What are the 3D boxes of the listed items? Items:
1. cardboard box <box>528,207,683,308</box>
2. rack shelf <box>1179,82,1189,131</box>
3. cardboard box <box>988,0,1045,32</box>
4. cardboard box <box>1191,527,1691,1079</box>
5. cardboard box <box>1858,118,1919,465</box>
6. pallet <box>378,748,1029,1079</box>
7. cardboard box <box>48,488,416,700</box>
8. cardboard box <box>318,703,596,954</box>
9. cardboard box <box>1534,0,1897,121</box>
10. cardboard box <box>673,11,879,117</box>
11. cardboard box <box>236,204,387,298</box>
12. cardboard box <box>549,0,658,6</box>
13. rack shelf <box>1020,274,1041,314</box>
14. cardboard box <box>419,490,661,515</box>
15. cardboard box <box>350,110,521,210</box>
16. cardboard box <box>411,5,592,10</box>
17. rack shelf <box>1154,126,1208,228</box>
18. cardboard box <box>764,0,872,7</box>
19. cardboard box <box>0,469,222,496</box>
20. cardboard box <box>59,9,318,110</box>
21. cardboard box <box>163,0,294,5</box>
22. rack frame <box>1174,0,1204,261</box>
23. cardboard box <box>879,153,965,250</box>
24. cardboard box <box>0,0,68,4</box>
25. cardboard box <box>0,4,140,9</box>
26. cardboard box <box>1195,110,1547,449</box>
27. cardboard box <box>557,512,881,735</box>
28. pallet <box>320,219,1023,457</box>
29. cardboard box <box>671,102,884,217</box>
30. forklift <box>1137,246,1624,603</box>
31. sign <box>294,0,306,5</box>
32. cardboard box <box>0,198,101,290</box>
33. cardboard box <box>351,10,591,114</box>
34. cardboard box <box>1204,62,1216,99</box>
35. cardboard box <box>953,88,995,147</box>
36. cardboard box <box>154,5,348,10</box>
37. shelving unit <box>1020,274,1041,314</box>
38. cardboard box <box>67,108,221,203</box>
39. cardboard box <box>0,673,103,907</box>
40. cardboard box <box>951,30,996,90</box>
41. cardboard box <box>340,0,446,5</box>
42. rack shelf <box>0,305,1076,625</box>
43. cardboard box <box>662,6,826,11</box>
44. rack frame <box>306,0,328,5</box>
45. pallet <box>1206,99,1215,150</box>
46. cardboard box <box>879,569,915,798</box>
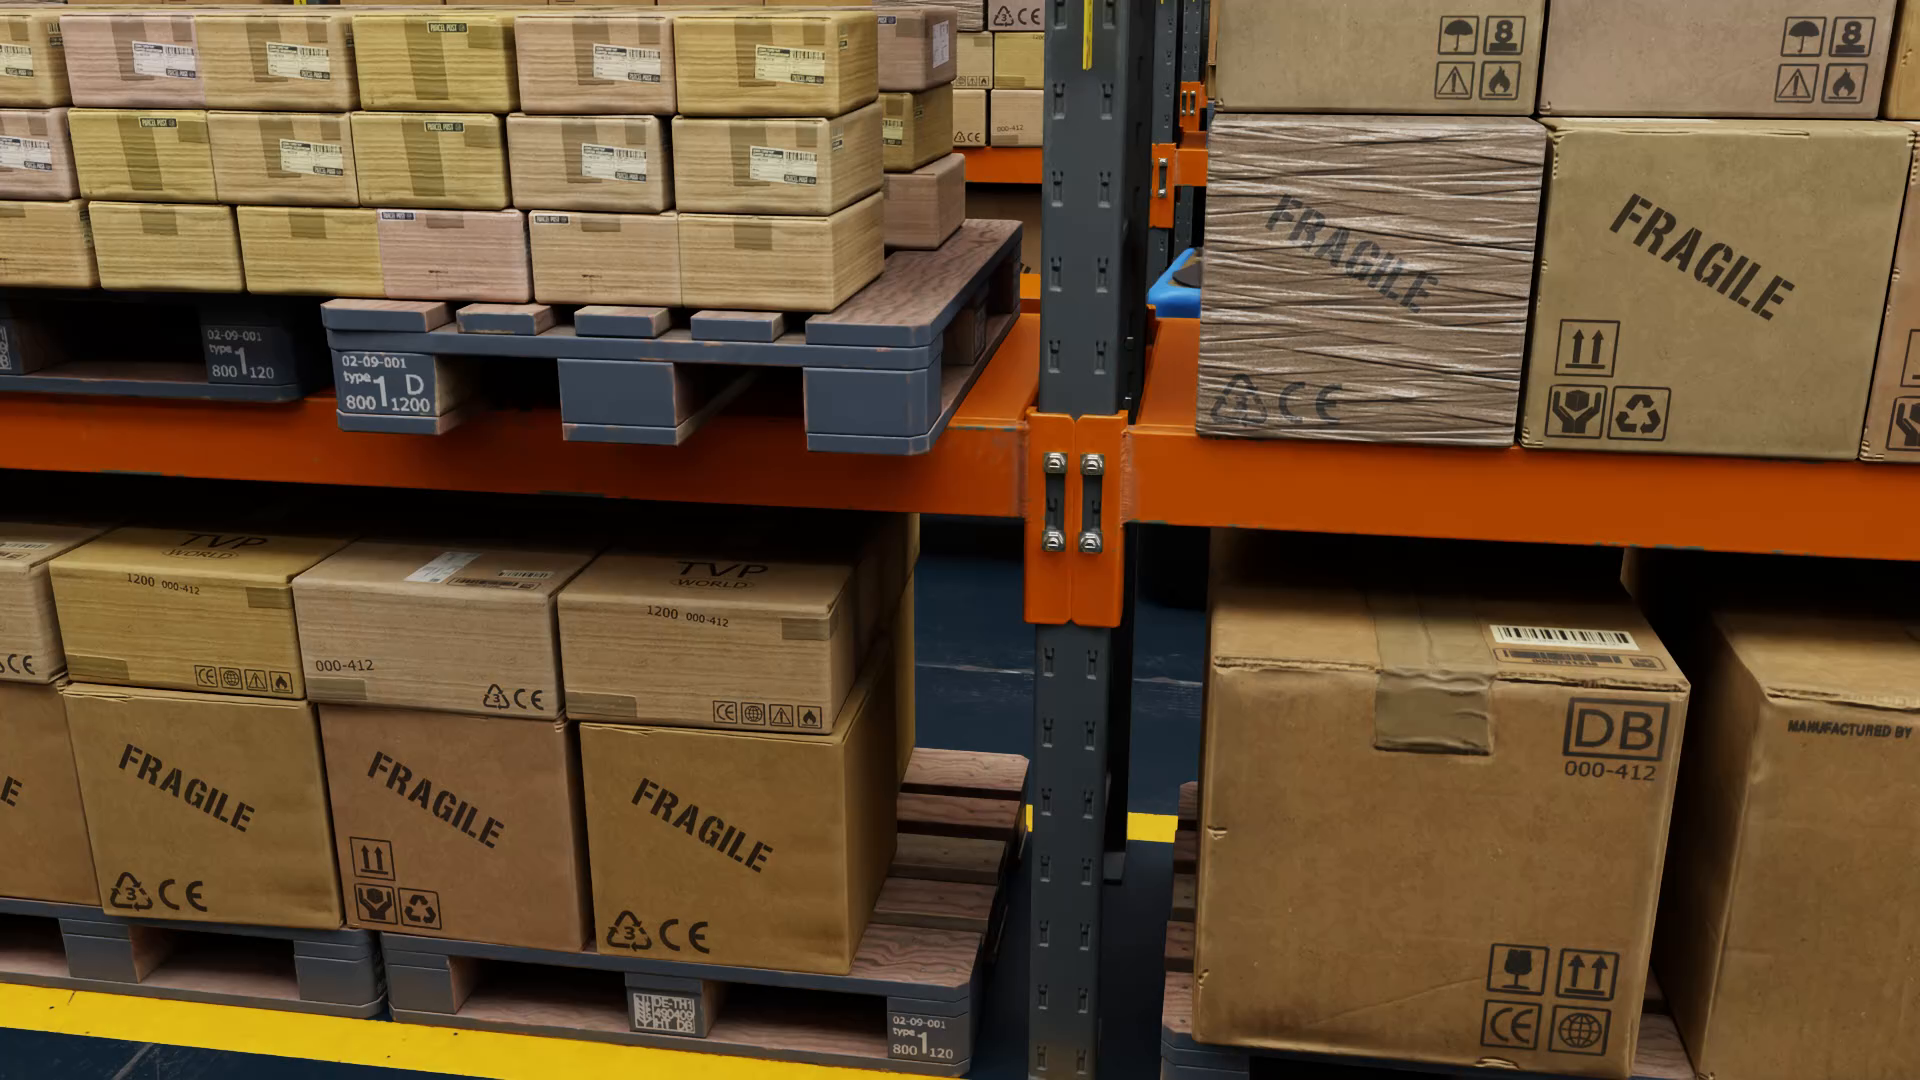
[{"bbox_3d":[-0.534,-0.504,2.817,0.250,0.149,0.380,3,19,9],"label":"cardboard box"},{"bbox_3d":[-0.235,-3.401,12.874,4.000,0.370,1.077,3,19,9],"label":"rack shelf"},{"bbox_3d":[0.404,-2.552,7.469,0.500,0.500,0.500,2,19,7],"label":"cardboard box"},{"bbox_3d":[0.858,0.396,3.275,0.750,0.750,1.050,3,19,8],"label":"cardboard box"},{"bbox_3d":[1.672,-0.420,2.675,0.500,0.500,0.500,3,19,9],"label":"cardboard box"},{"bbox_3d":[-0.501,0.752,3.722,1.213,0.211,1.003,3,19,9],"label":"pallet"},{"bbox_3d":[-1.446,0.096,3.386,0.500,0.250,0.500,3,19,10],"label":"cardboard box"},{"bbox_3d":[-0.932,0.477,3.427,0.500,0.500,0.500,4,19,11],"label":"cardboard box"},{"bbox_3d":[1.212,-1.001,2.835,0.500,0.500,0.700,3,19,8],"label":"cardboard box"},{"bbox_3d":[-0.286,-0.774,2.684,0.250,0.149,0.380,2,19,6],"label":"cardboard box"},{"bbox_3d":[-1.034,-0.531,2.896,0.250,0.149,0.380,3,19,8],"label":"cardboard box"},{"bbox_3d":[-1.603,-2.654,7.774,0.500,0.500,0.500,2,19,7],"label":"cardboard box"},{"bbox_3d":[-0.007,-0.811,6.033,1.000,0.278,0.538,3,19,9],"label":"rack shelf"},{"bbox_3d":[-0.872,-0.036,3.778,0.500,0.250,0.500,3,19,8],"label":"cardboard box"},{"bbox_3d":[-0.813,-0.659,2.810,0.250,0.149,0.380,3,19,10],"label":"cardboard box"},{"bbox_3d":[-0.923,-1.016,3.410,0.250,0.149,0.380,2,19,6],"label":"cardboard box"},{"bbox_3d":[2.931,-1.644,7.624,4.000,0.370,1.077,3,19,9],"label":"rack shelf"},{"bbox_3d":[-0.593,-2.602,7.620,0.500,0.500,0.500,3,19,9],"label":"cardboard box"},{"bbox_3d":[-1.874,-0.091,3.942,0.500,0.250,0.500,2,19,6],"label":"cardboard box"},{"bbox_3d":[-1.293,-0.826,2.842,0.250,0.149,0.380,3,19,9],"label":"cardboard box"},{"bbox_3d":[-3.503,-2.746,8.050,0.500,0.500,0.500,3,19,8],"label":"cardboard box"},{"bbox_3d":[1.740,-3.641,12.459,0.127,3.000,1.000,3,19,9],"label":"rack frame"},{"bbox_3d":[-0.139,-0.696,3.390,0.250,0.149,0.380,3,19,8],"label":"cardboard box"},{"bbox_3d":[-4.507,-2.797,8.202,0.500,0.500,0.500,3,19,9],"label":"cardboard box"},{"bbox_3d":[-1.965,-1.069,3.567,0.250,0.149,0.380,2,19,6],"label":"cardboard box"},{"bbox_3d":[0.671,-0.471,2.825,0.500,0.500,0.500,3,19,9],"label":"cardboard box"},{"bbox_3d":[-0.446,0.148,3.229,0.500,0.250,0.500,2,19,7],"label":"cardboard box"},{"bbox_3d":[-0.450,-0.442,3.199,1.003,0.211,1.213,3,19,9],"label":"pallet"},{"bbox_3d":[-0.289,-0.634,2.735,0.250,0.149,0.380,3,19,10],"label":"cardboard box"},{"bbox_3d":[2.163,-1.211,5.302,3.031,2.935,1.130,5,19,14],"label":"forklift"},{"bbox_3d":[-3.080,-2.562,7.743,0.005,0.325,0.100,3,19,9],"label":"sign"},{"bbox_3d":[-1.555,-0.557,2.976,0.250,0.149,0.380,3,19,10],"label":"cardboard box"},{"bbox_3d":[-0.792,-0.800,2.763,0.250,0.149,0.380,4,19,10],"label":"cardboard box"},{"bbox_3d":[1.248,-2.092,7.561,0.250,0.149,0.380,2,19,5],"label":"cardboard box"},{"bbox_3d":[-0.091,-1.980,7.730,0.500,0.250,0.500,3,19,10],"label":"cardboard box"},{"bbox_3d":[-1.453,-1.042,3.487,0.250,0.149,0.380,3,19,10],"label":"cardboard box"},{"bbox_3d":[-0.007,-0.534,6.126,1.048,1.125,0.538,3,19,9],"label":"shelving unit"},{"bbox_3d":[-1.306,-0.685,2.888,0.250,0.149,0.380,3,19,8],"label":"cardboard box"},{"bbox_3d":[-1.949,0.423,3.589,0.500,0.500,0.500,3,19,10],"label":"cardboard box"},{"bbox_3d":[-0.069,-2.222,7.664,0.500,0.250,0.500,2,19,7],"label":"cardboard box"},{"bbox_3d":[-2.604,-2.697,7.903,0.500,0.500,0.500,3,19,9],"label":"cardboard box"},{"bbox_3d":[-1.704,-0.290,3.576,4.000,0.370,1.077,3,19,9],"label":"rack shelf"},{"bbox_3d":[-0.421,-0.989,3.328,0.250,0.149,0.380,2,19,7],"label":"cardboard box"},{"bbox_3d":[-2.993,-2.288,8.412,0.127,3.000,1.000,3,19,9],"label":"rack frame"},{"bbox_3d":[1.677,-1.993,7.834,1.003,0.211,1.213,3,19,9],"label":"pallet"},{"bbox_3d":[-0.387,0.340,3.836,0.500,0.500,0.500,2,19,6],"label":"cardboard box"}]
